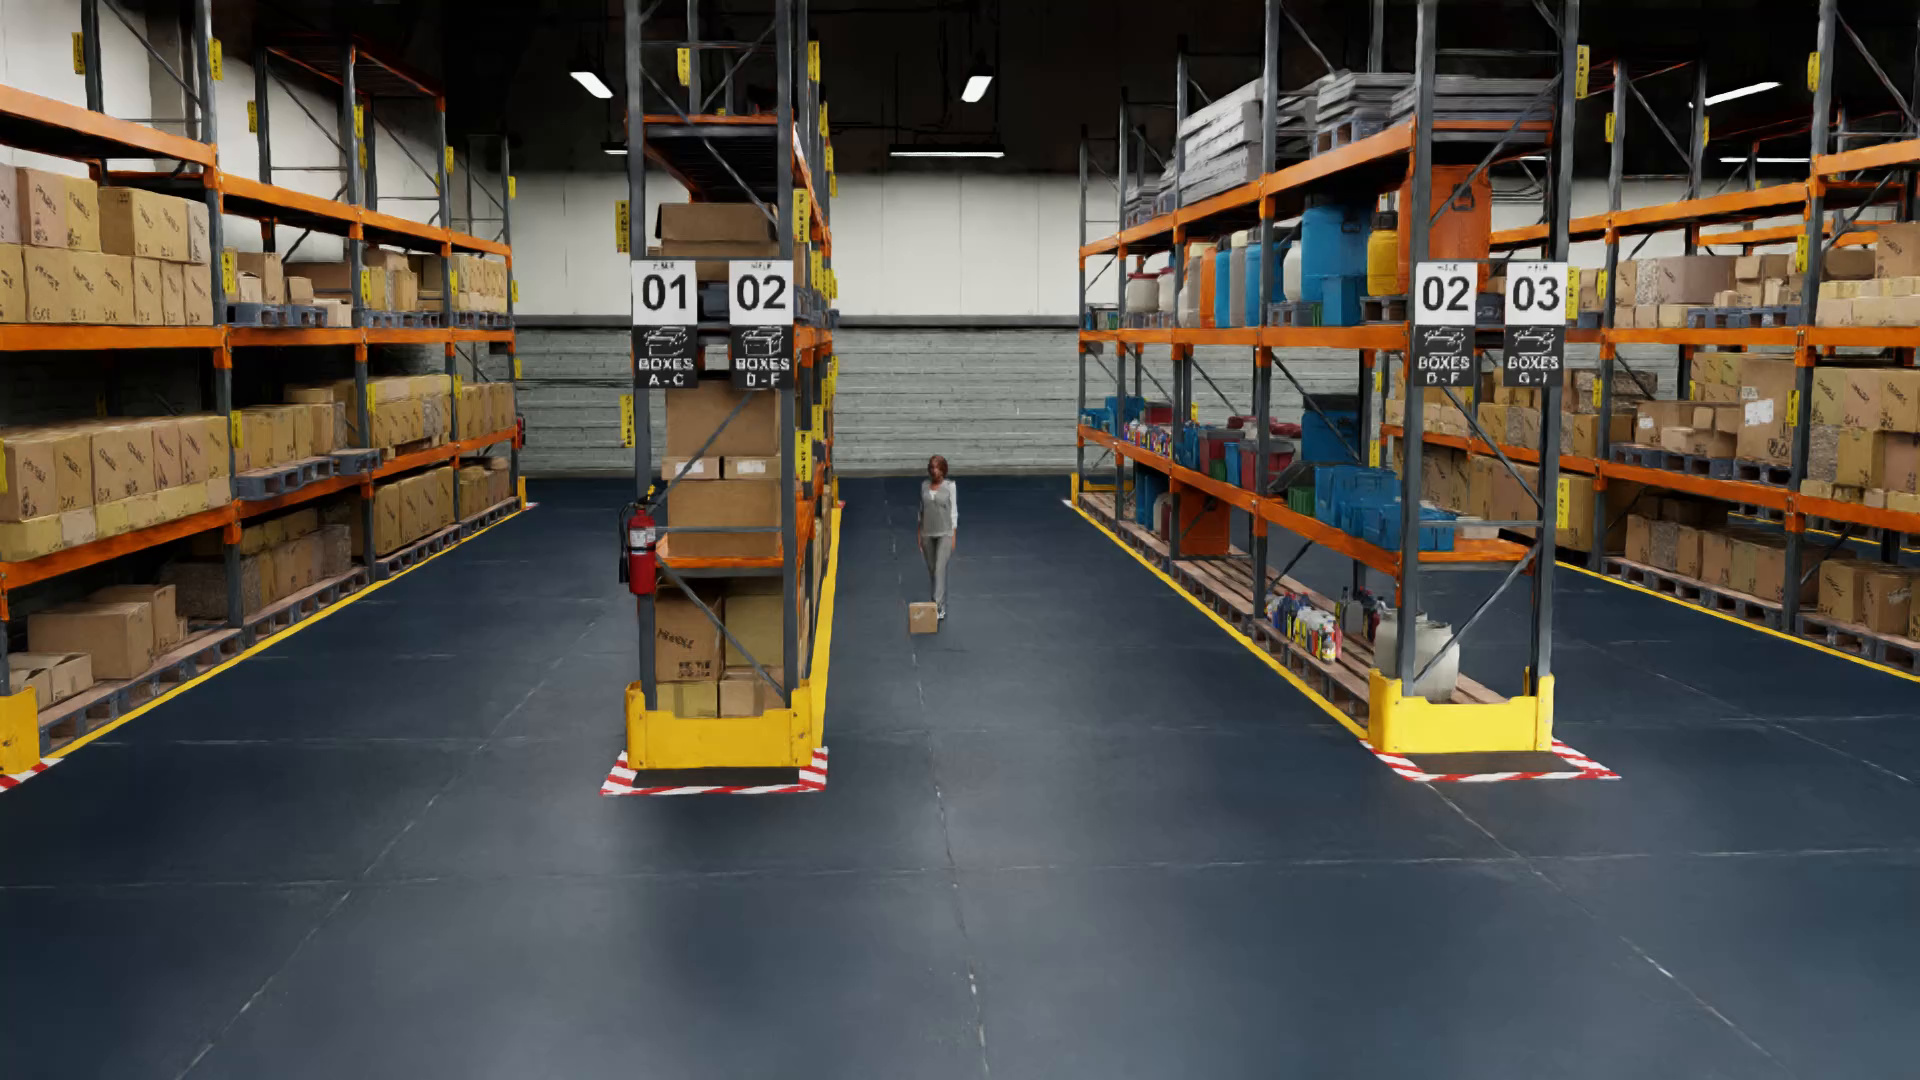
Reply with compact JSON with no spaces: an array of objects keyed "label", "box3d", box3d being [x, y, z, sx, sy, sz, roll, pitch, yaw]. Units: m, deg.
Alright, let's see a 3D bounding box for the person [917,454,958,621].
[{"label":"person","box3d":[-0.260,-0.021,15.906,0.402,1.590,0.664,3,8,24]}]
